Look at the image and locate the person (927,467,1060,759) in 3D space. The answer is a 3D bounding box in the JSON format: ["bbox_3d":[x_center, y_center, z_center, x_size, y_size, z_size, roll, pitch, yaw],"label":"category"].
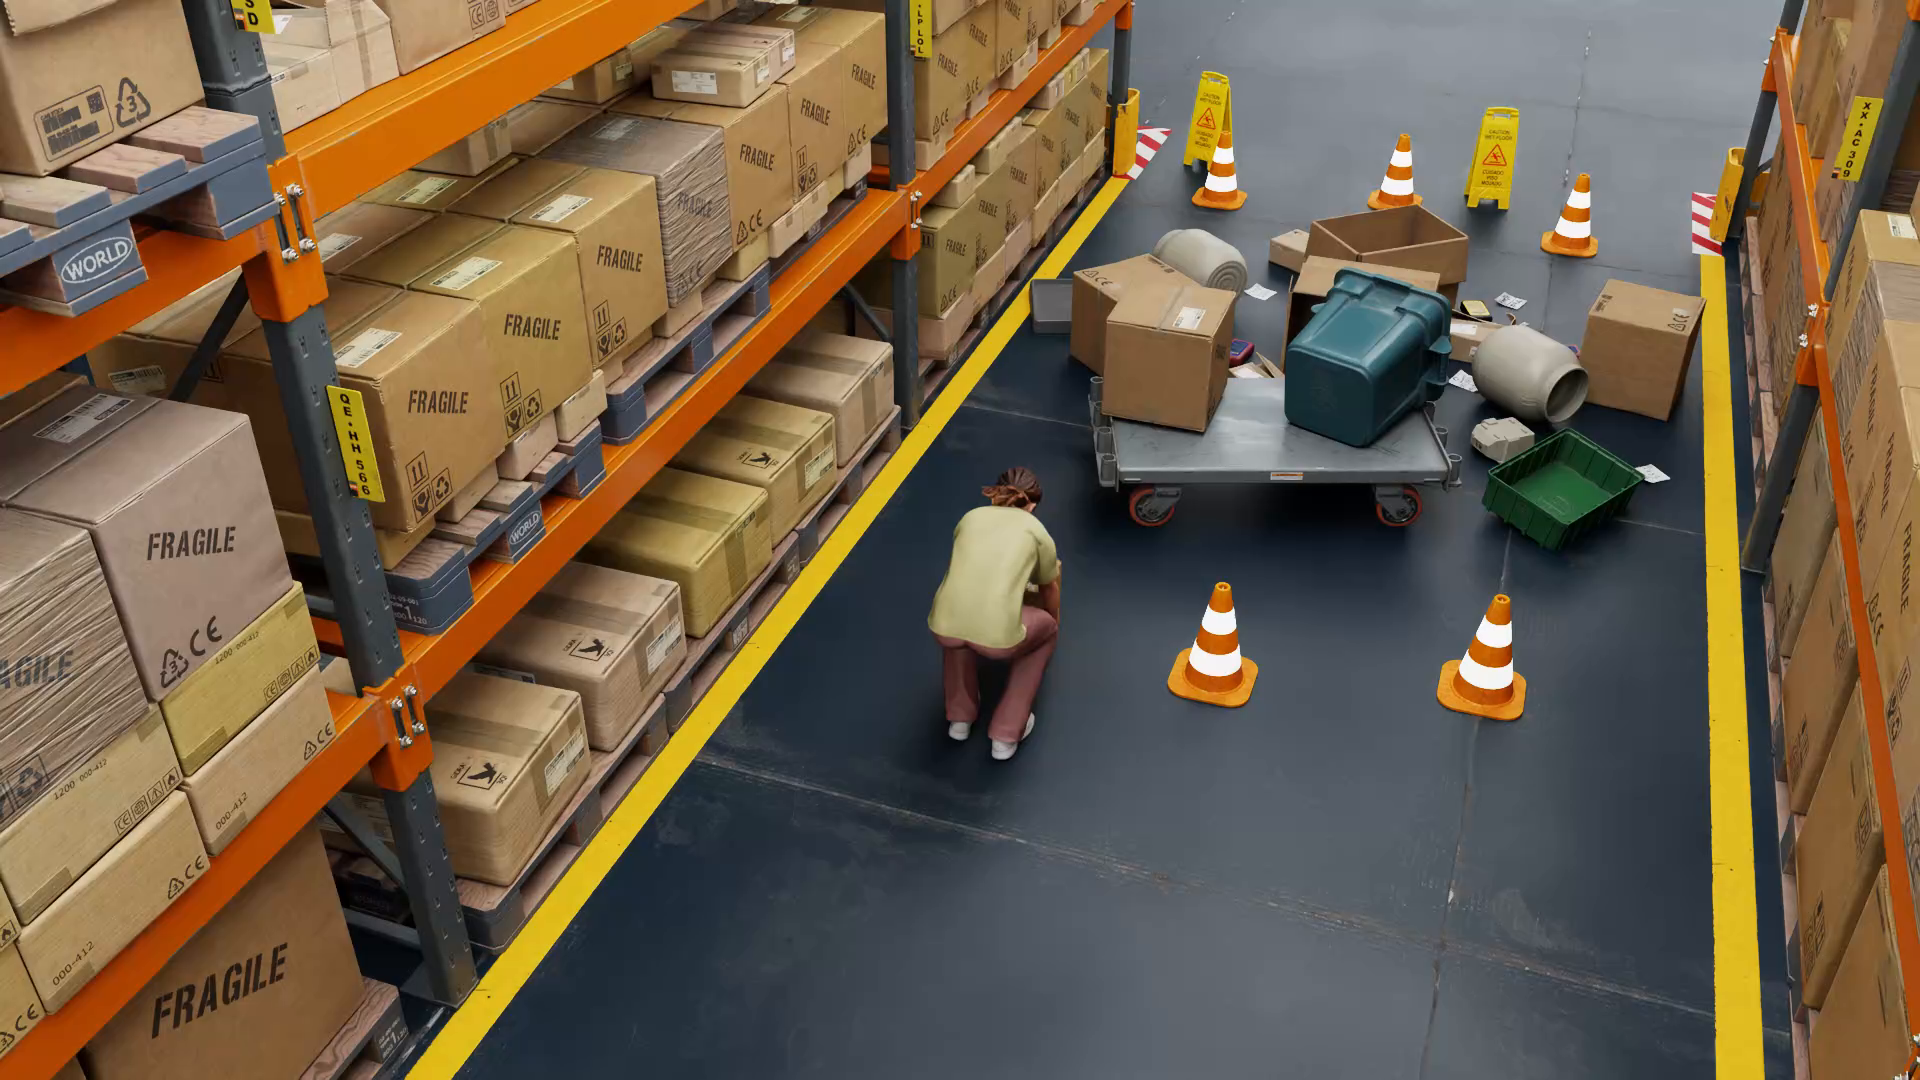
[{"bbox_3d":[0.145,0.280,6.381,0.465,0.945,0.860,10,35,14],"label":"person"}]
